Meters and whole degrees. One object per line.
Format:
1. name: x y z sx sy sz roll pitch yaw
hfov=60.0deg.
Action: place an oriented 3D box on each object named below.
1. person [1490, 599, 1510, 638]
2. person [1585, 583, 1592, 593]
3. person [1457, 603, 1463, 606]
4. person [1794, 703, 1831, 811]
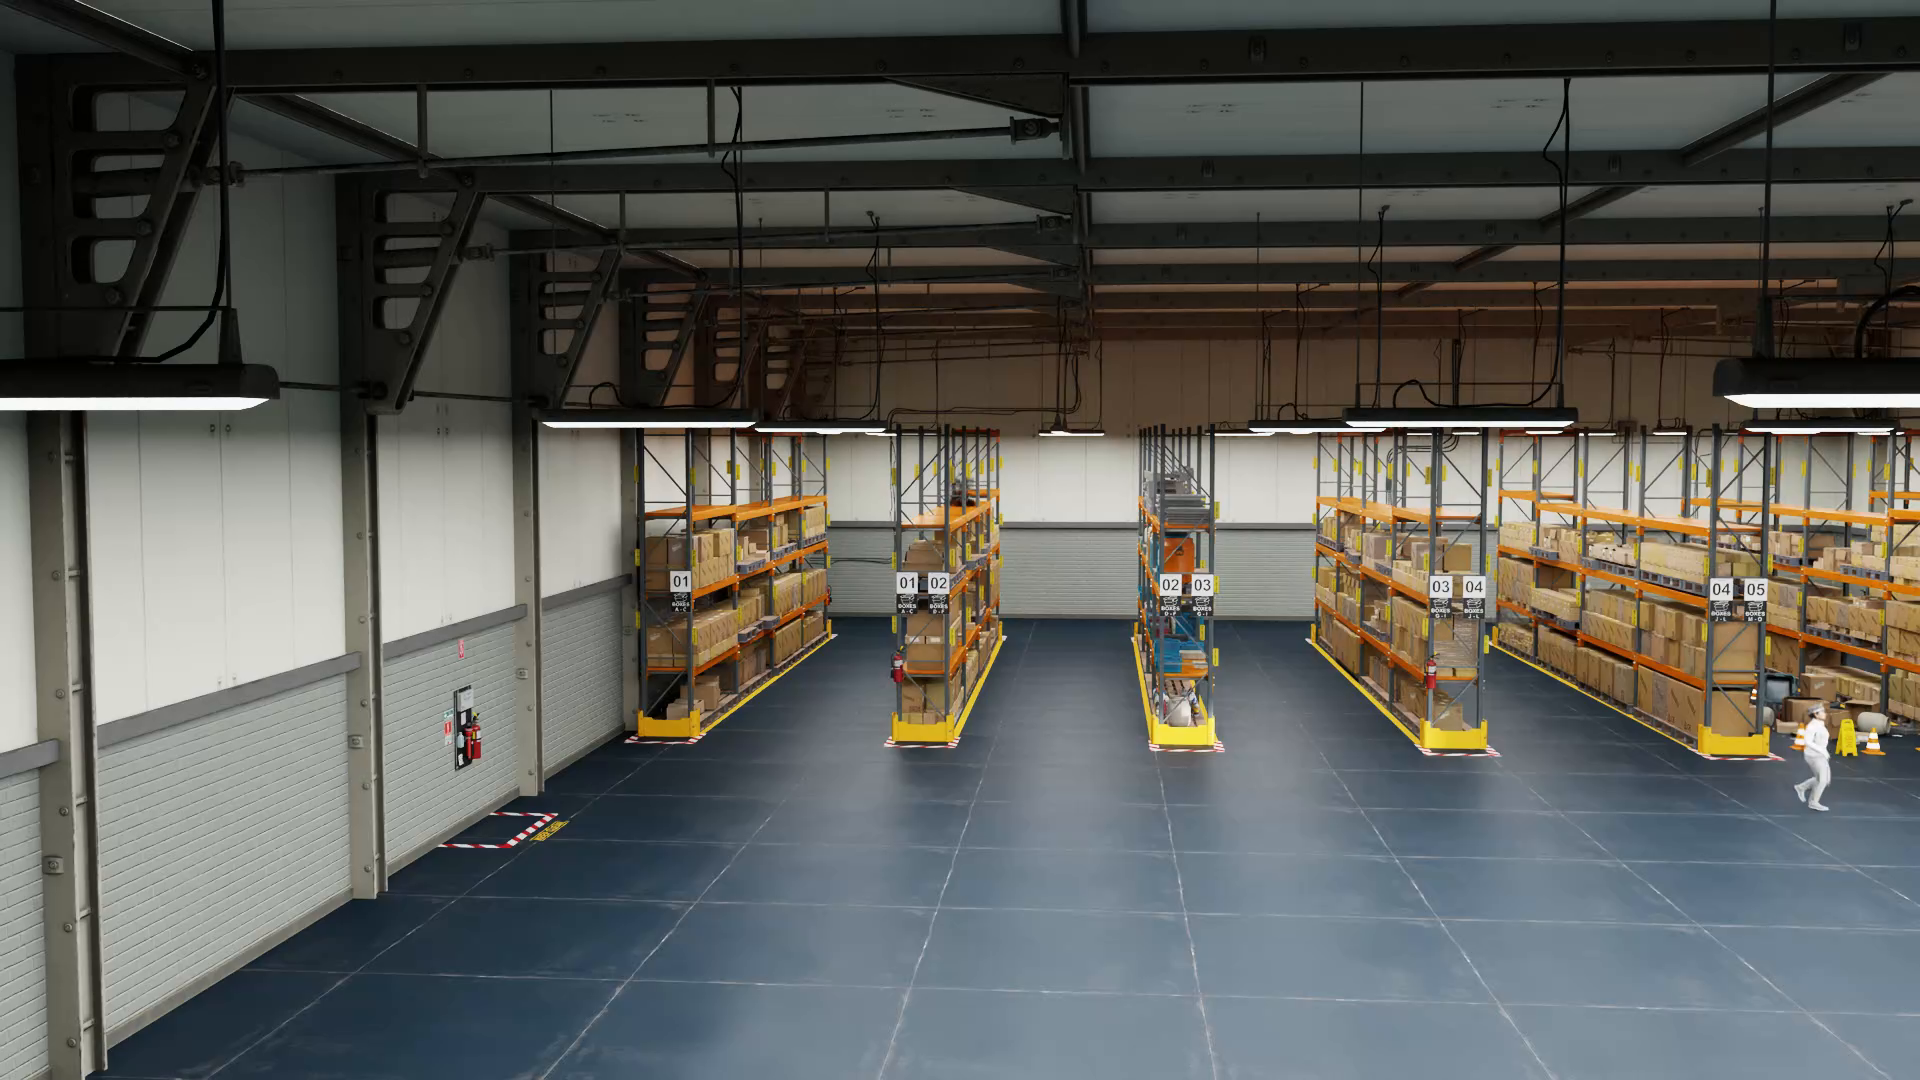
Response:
1. person: 15.554 2.047 47.497 0.713 1.605 0.613 1 4 13
2. person: 17.052 2.084 45.228 0.656 1.824 0.744 -1 4 -13
3. person: 13.528 2.086 45.241 0.698 1.779 0.915 1 4 13
4. person: 13.170 3.330 25.651 0.530 1.663 0.627 3 5 41
